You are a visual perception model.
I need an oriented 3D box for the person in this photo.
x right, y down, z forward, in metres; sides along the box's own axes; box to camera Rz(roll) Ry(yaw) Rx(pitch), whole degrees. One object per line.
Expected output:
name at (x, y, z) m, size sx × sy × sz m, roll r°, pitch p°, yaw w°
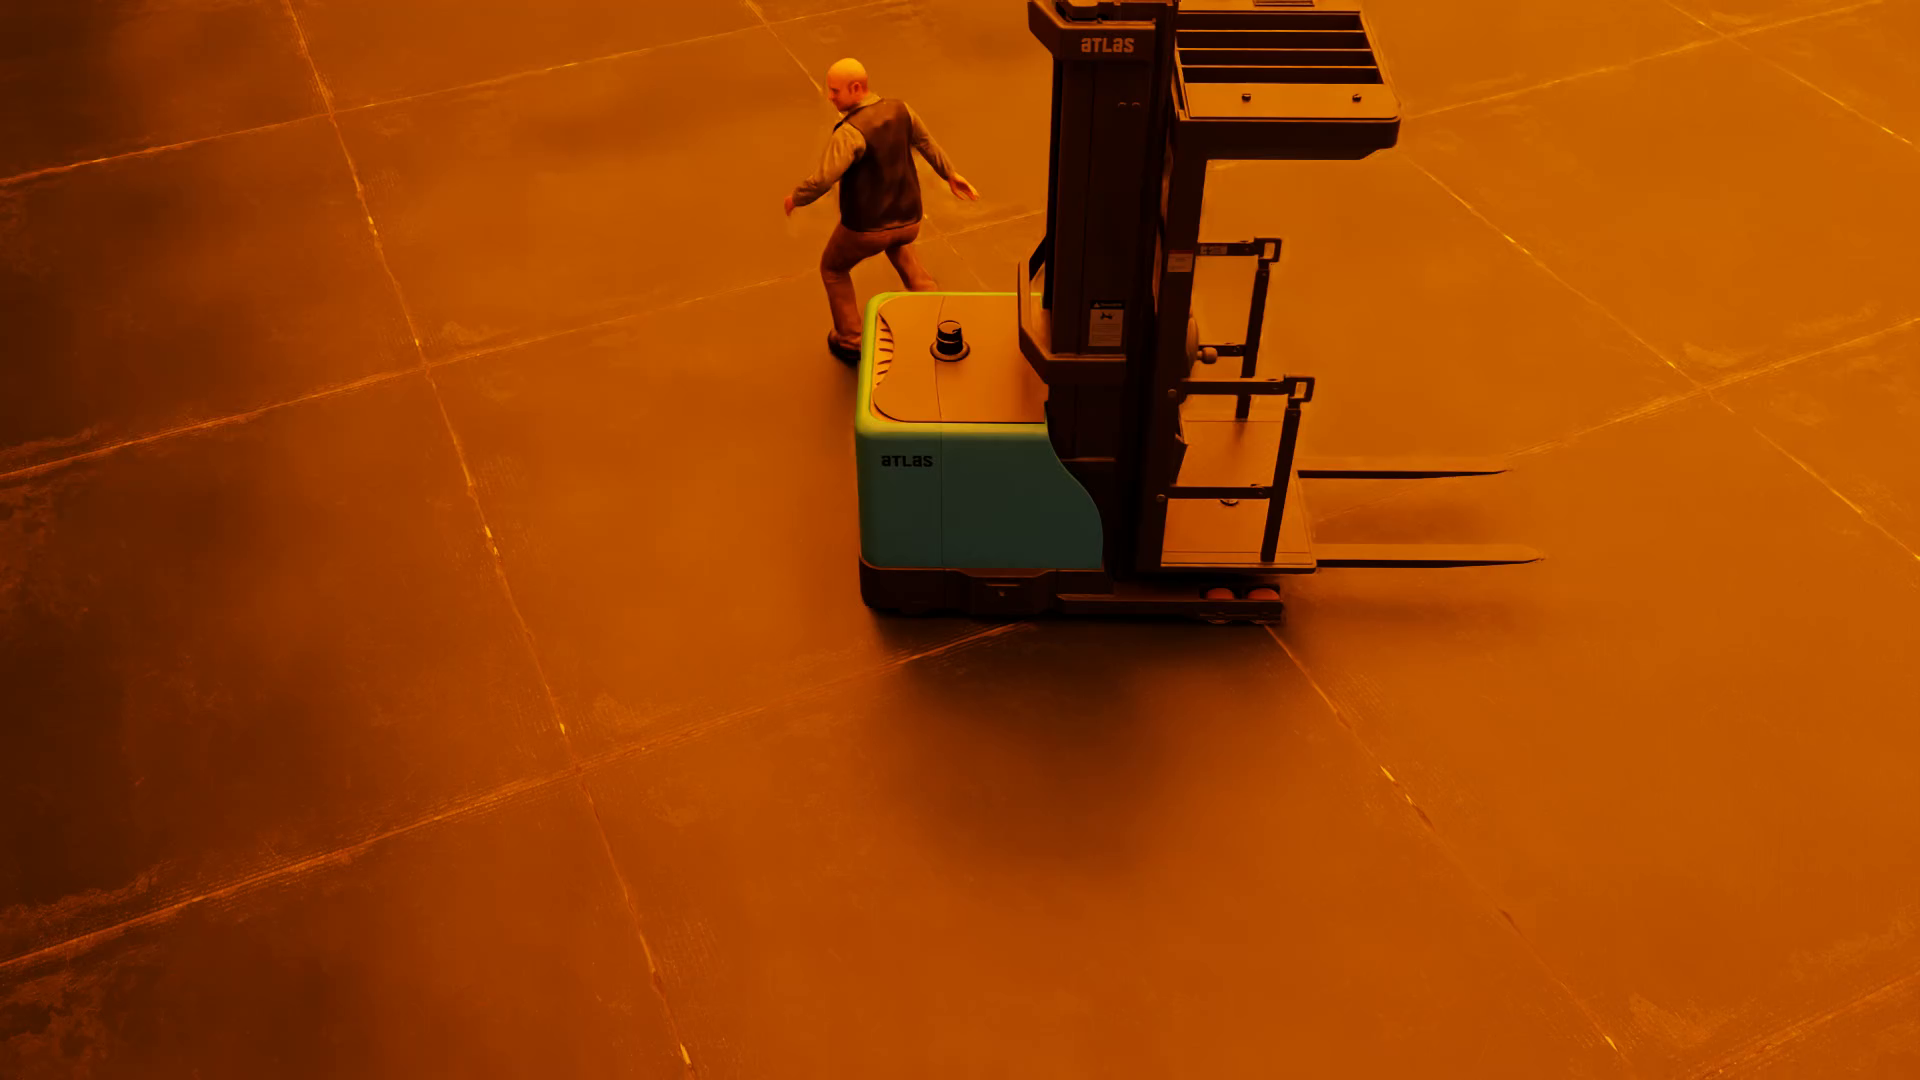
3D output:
person at (-0.393, -1.696, 8.562) m, size 0.967 × 1.608 × 0.502 m, roll -29°, pitch 50°, yaw -27°

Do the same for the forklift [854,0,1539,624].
forklift at (1.073, -1.063, 6.820) m, size 3.031 × 2.935 × 1.130 m, roll 0°, pitch 43°, yaw 0°
